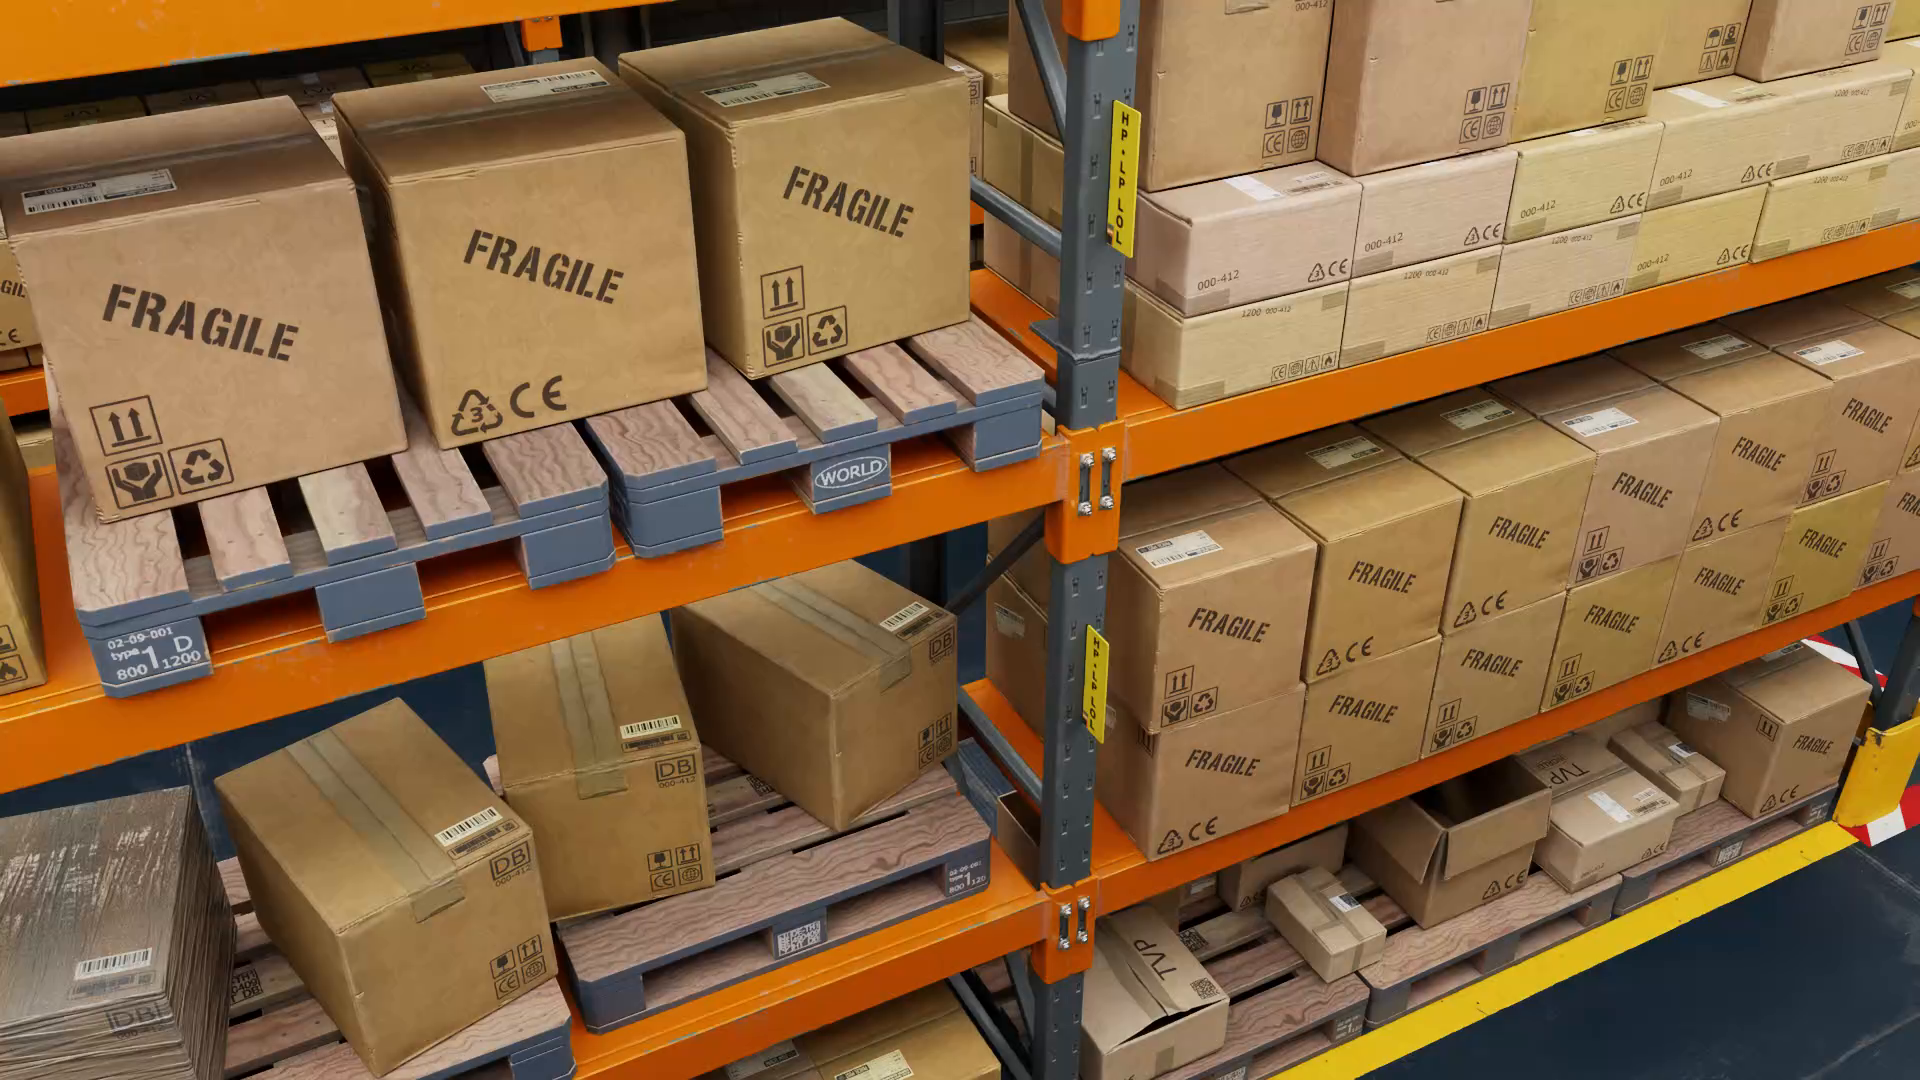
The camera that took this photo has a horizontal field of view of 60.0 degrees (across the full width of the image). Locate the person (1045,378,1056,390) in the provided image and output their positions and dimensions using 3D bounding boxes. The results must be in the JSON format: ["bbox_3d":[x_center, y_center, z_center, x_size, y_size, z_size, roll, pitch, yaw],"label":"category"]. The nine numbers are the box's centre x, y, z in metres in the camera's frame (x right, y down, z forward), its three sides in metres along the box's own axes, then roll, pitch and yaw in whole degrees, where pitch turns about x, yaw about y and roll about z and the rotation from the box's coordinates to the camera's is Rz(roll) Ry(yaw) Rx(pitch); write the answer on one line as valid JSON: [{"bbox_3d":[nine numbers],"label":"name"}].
[{"bbox_3d":[0.505,-0.862,8.505,0.629,1.815,0.563,-9,34,-13],"label":"person"}]
